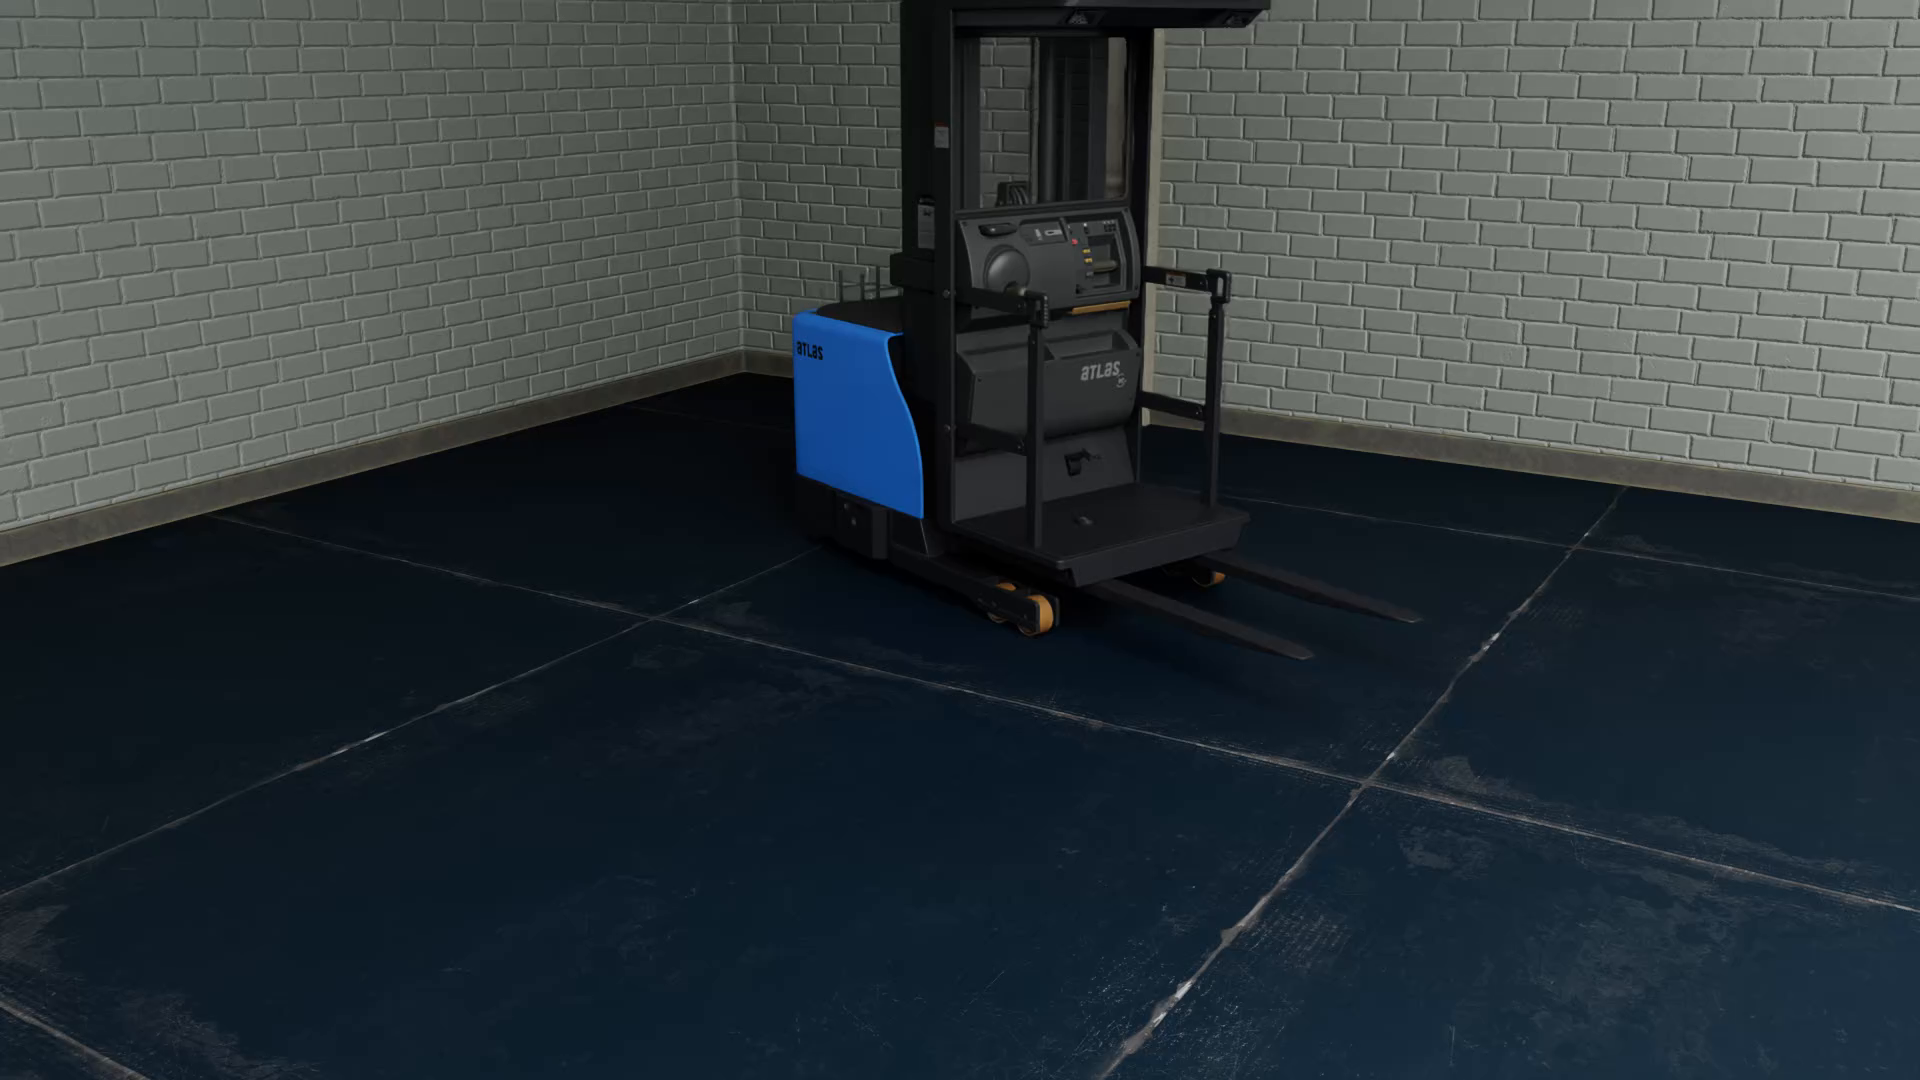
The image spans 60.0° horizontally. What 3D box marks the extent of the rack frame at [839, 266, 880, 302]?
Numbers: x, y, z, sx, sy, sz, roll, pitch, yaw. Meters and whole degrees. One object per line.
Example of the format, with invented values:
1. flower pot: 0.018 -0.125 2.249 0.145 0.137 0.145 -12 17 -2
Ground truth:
1. rack frame: -0.492 -0.755 8.302 0.240 1.200 0.006 -13 21 -36

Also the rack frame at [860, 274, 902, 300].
1. rack frame: -0.379 -0.713 8.164 0.240 1.200 0.006 -13 21 -36

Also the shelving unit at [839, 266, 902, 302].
1. shelving unit: -0.436 -0.734 8.233 0.258 1.200 0.189 -13 21 -36

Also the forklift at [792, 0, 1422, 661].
1. forklift: 0.514 -1.182 6.730 1.130 2.935 3.031 -13 21 -36

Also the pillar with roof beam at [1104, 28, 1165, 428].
1. pillar with roof beam: -1.318 -3.953 5.413 0.400 9.000 9.100 10 20 30
